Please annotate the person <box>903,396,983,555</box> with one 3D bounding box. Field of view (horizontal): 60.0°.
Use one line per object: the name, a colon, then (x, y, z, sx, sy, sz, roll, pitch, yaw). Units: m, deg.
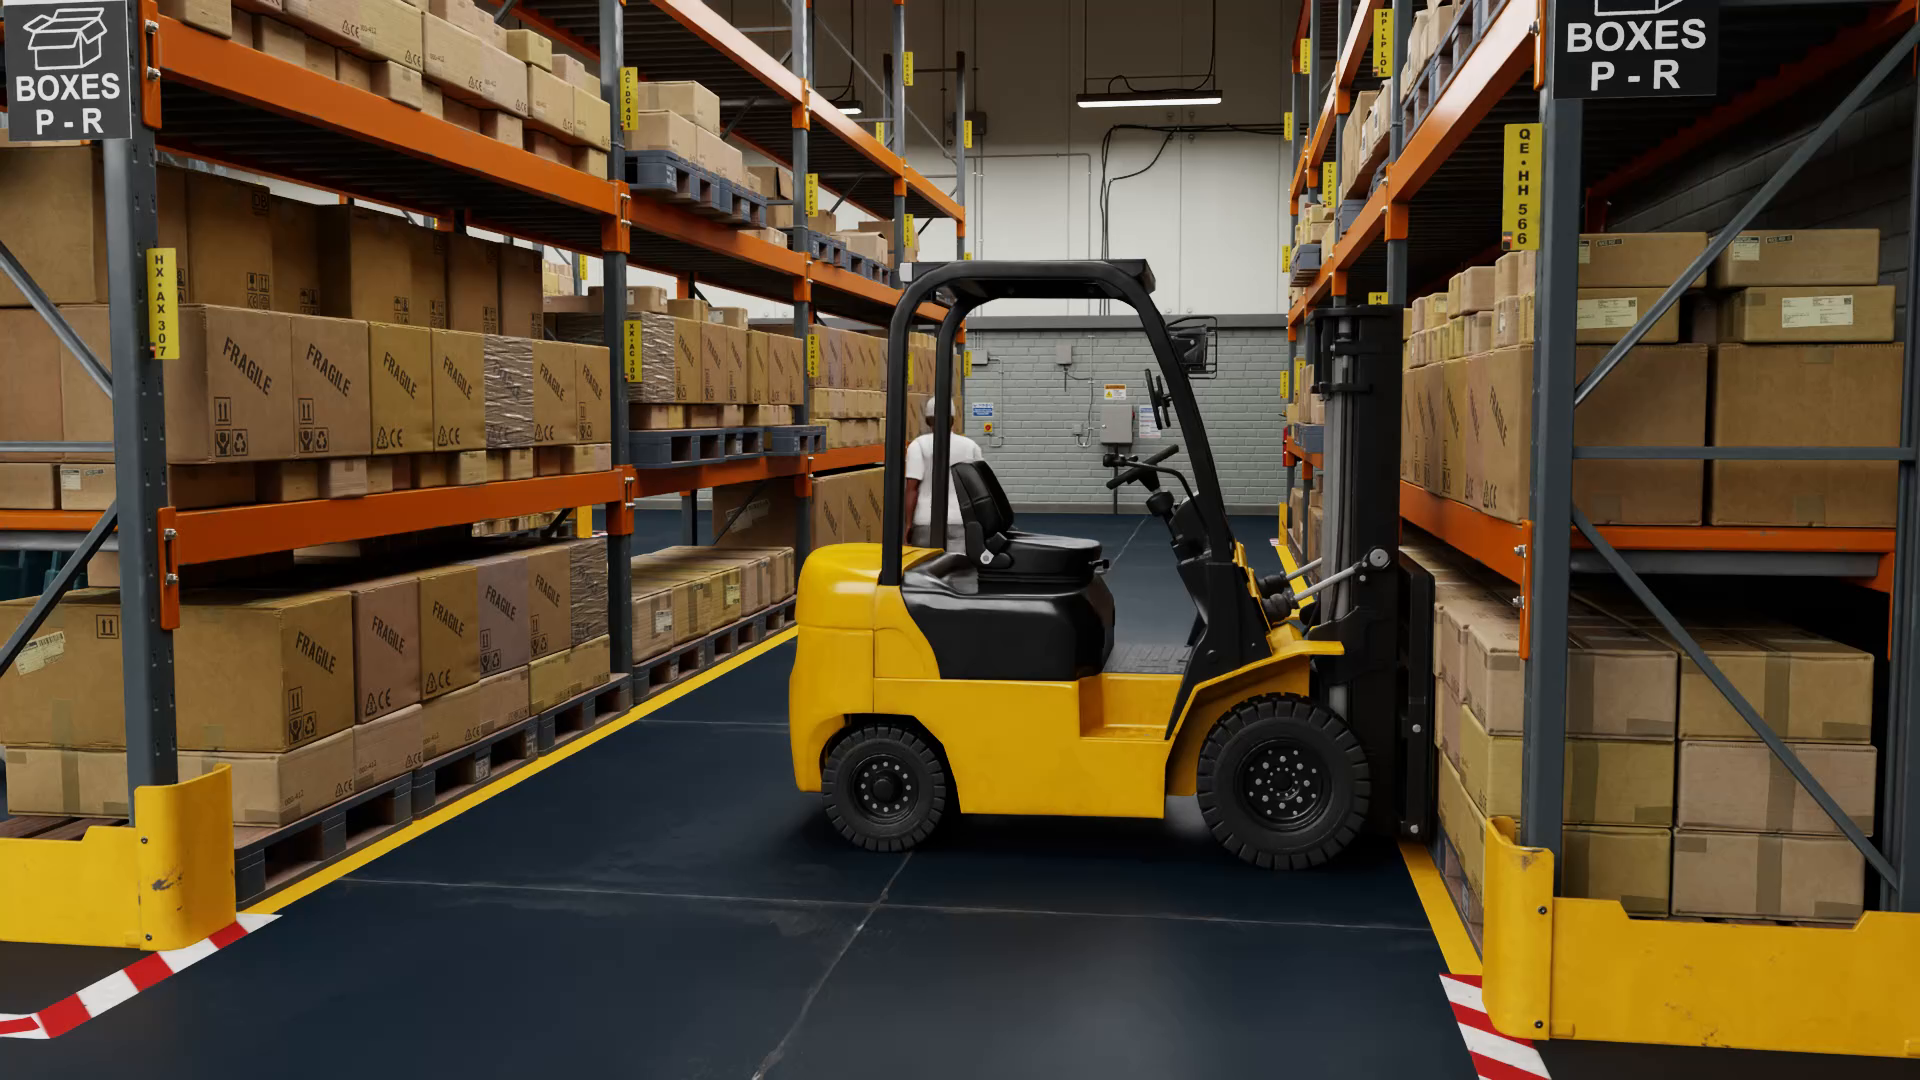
person: (-0.111, -0.106, 11.040, 0.593, 1.717, 1.037, -1, 4, -9)
